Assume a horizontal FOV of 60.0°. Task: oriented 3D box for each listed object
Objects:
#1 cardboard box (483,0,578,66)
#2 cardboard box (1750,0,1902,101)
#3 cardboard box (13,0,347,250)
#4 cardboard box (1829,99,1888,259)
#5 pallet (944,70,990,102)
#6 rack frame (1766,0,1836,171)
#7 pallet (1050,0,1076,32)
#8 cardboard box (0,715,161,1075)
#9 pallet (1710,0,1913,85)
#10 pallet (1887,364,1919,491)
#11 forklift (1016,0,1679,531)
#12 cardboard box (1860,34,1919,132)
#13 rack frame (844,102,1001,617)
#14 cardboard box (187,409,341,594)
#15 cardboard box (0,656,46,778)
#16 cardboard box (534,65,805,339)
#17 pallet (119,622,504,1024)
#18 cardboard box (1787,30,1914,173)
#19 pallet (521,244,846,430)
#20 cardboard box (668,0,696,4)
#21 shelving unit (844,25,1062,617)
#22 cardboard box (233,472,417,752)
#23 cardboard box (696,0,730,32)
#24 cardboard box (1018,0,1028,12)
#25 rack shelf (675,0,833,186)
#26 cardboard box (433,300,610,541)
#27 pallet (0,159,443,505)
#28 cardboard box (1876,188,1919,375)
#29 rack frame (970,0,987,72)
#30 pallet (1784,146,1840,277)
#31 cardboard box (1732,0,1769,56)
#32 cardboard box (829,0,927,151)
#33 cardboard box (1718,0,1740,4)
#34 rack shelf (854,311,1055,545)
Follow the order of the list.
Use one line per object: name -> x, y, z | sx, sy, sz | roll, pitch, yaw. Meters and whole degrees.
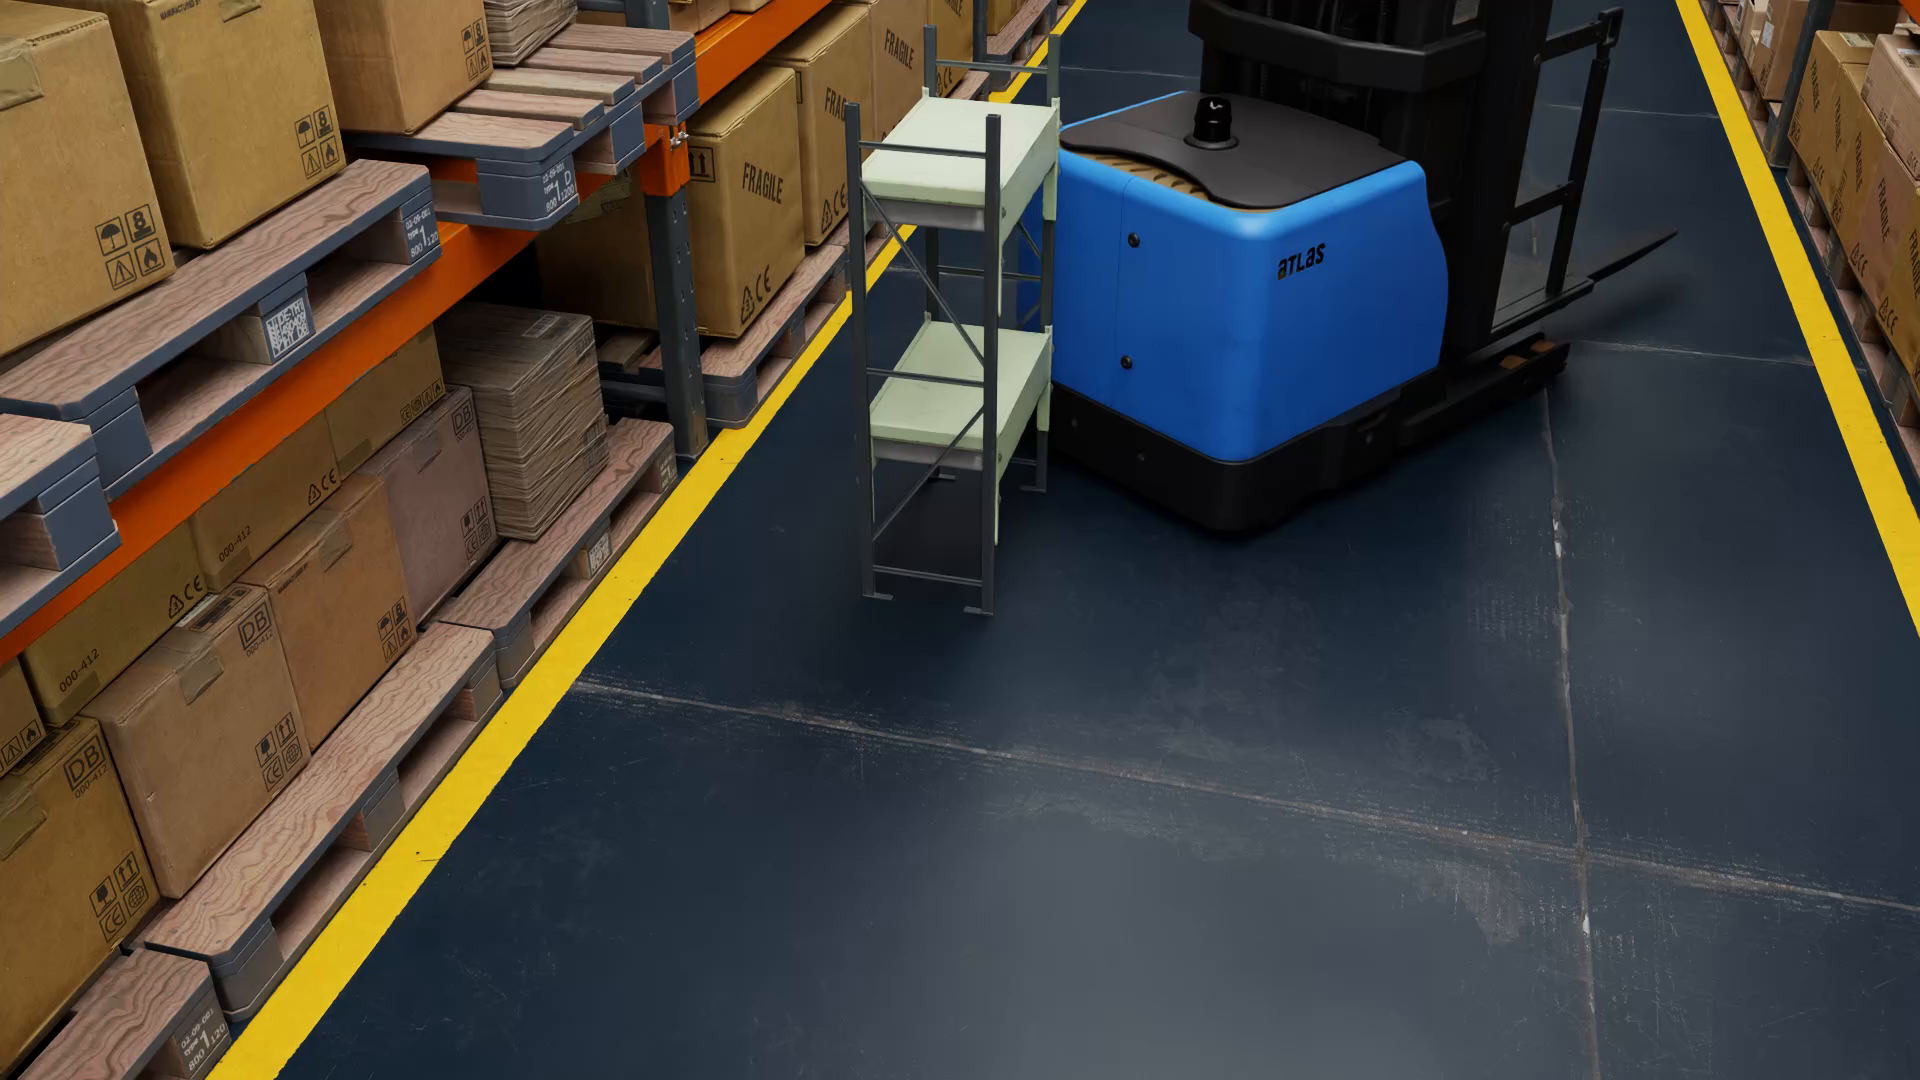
cardboard box -> -1.478, -1.614, 4.490 | 0.700, 0.500, 0.500 | 4, 33, 7
cardboard box -> 4.309, -2.500, 8.307 | 0.500, 0.500, 0.500 | 8, 33, 12
cardboard box -> -1.773, -0.965, 3.469 | 0.700, 0.500, 0.500 | 8, 33, 12
cardboard box -> 3.822, -1.411, 6.594 | 0.500, 0.500, 0.500 | 8, 33, 13
pallet -> -0.477, -2.120, 8.388 | 1.003, 0.211, 1.213 | 8, 33, 12
rack frame -> 4.439, -3.035, 7.228 | 1.000, 3.000, 0.127 | 8, 33, 12
pallet -> 0.223, -3.550, 10.637 | 1.003, 0.211, 1.213 | 8, 33, 12
cardboard box -> -2.131, 0.654, 3.345 | 0.700, 0.500, 0.500 | 7, 33, 11
pallet -> 4.922, -2.849, 9.536 | 1.003, 0.211, 1.213 | 8, 33, 12
pallet -> 3.650, -0.165, 5.313 | 1.003, 0.211, 1.213 | 8, 33, 12
forklift -> 1.609, -1.929, 5.552 | 3.031, 2.935, 1.130 | -25, 40, -34
cardboard box -> 3.827, -1.746, 6.421 | 0.500, 0.250, 0.500 | 8, 33, 12
rack frame -> -0.095, -0.440, 4.543 | 0.400, 1.500, 0.023 | 8, 33, 12
cardboard box -> -1.832, -0.144, 3.901 | 0.500, 0.250, 0.500 | 8, 33, 12
cardboard box -> -2.105, 0.383, 3.072 | 0.500, 0.250, 0.500 | 7, 33, 11
cardboard box -> -1.055, -1.266, 6.057 | 0.750, 0.750, 0.750 | 8, 33, 12
pallet -> -1.880, 0.581, 4.139 | 1.003, 0.211, 1.213 | 8, 33, 12
cardboard box -> 4.080, -1.948, 7.438 | 0.500, 0.500, 0.500 | 7, 33, 10
pallet -> -1.096, -0.854, 6.396 | 1.003, 0.211, 1.213 | 8, 33, 12
cardboard box -> -0.998, -2.025, 5.251 | 0.500, 0.500, 0.500 | 9, 34, 14
shelving unit -> -0.002, -0.629, 4.842 | 0.431, 1.500, 0.755 | 8, 33, 12
cardboard box -> -1.843, 0.131, 4.167 | 0.700, 0.500, 0.500 | 8, 33, 12
cardboard box -> -0.989, -1.803, 5.506 | 0.380, 0.149, 0.250 | 8, 33, 13
cardboard box -> 0.066, -3.464, 9.842 | 0.700, 0.500, 0.500 | 8, 33, 12
rack shelf -> -0.861, -2.366, 6.847 | 1.077, 0.370, 4.000 | 8, 33, 12
cardboard box -> -1.501, -0.382, 4.975 | 0.700, 0.500, 0.500 | 8, 33, 13
pallet -> -1.832, -0.518, 3.448 | 1.003, 0.211, 1.213 | 8, 33, 12
cardboard box -> 3.566, -0.876, 5.752 | 0.500, 0.500, 0.500 | 7, 33, 11
rack frame -> -0.354, -3.708, 8.286 | 1.000, 3.000, 0.127 | 8, 33, 12
pallet -> 4.269, -1.431, 7.304 | 1.003, 0.211, 1.213 | 8, 33, 12
cardboard box -> 4.499, -2.809, 8.970 | 0.500, 0.311, 0.500 | 8, 33, 12
cardboard box -> -0.616, -2.161, 7.466 | 0.750, 0.750, 0.750 | 9, 34, 14
cardboard box -> 4.788, -3.374, 9.914 | 0.500, 0.250, 0.500 | 8, 33, 12
rack shelf -> -0.002, -0.354, 5.017 | 0.431, 0.370, 0.720 | 8, 33, 12
